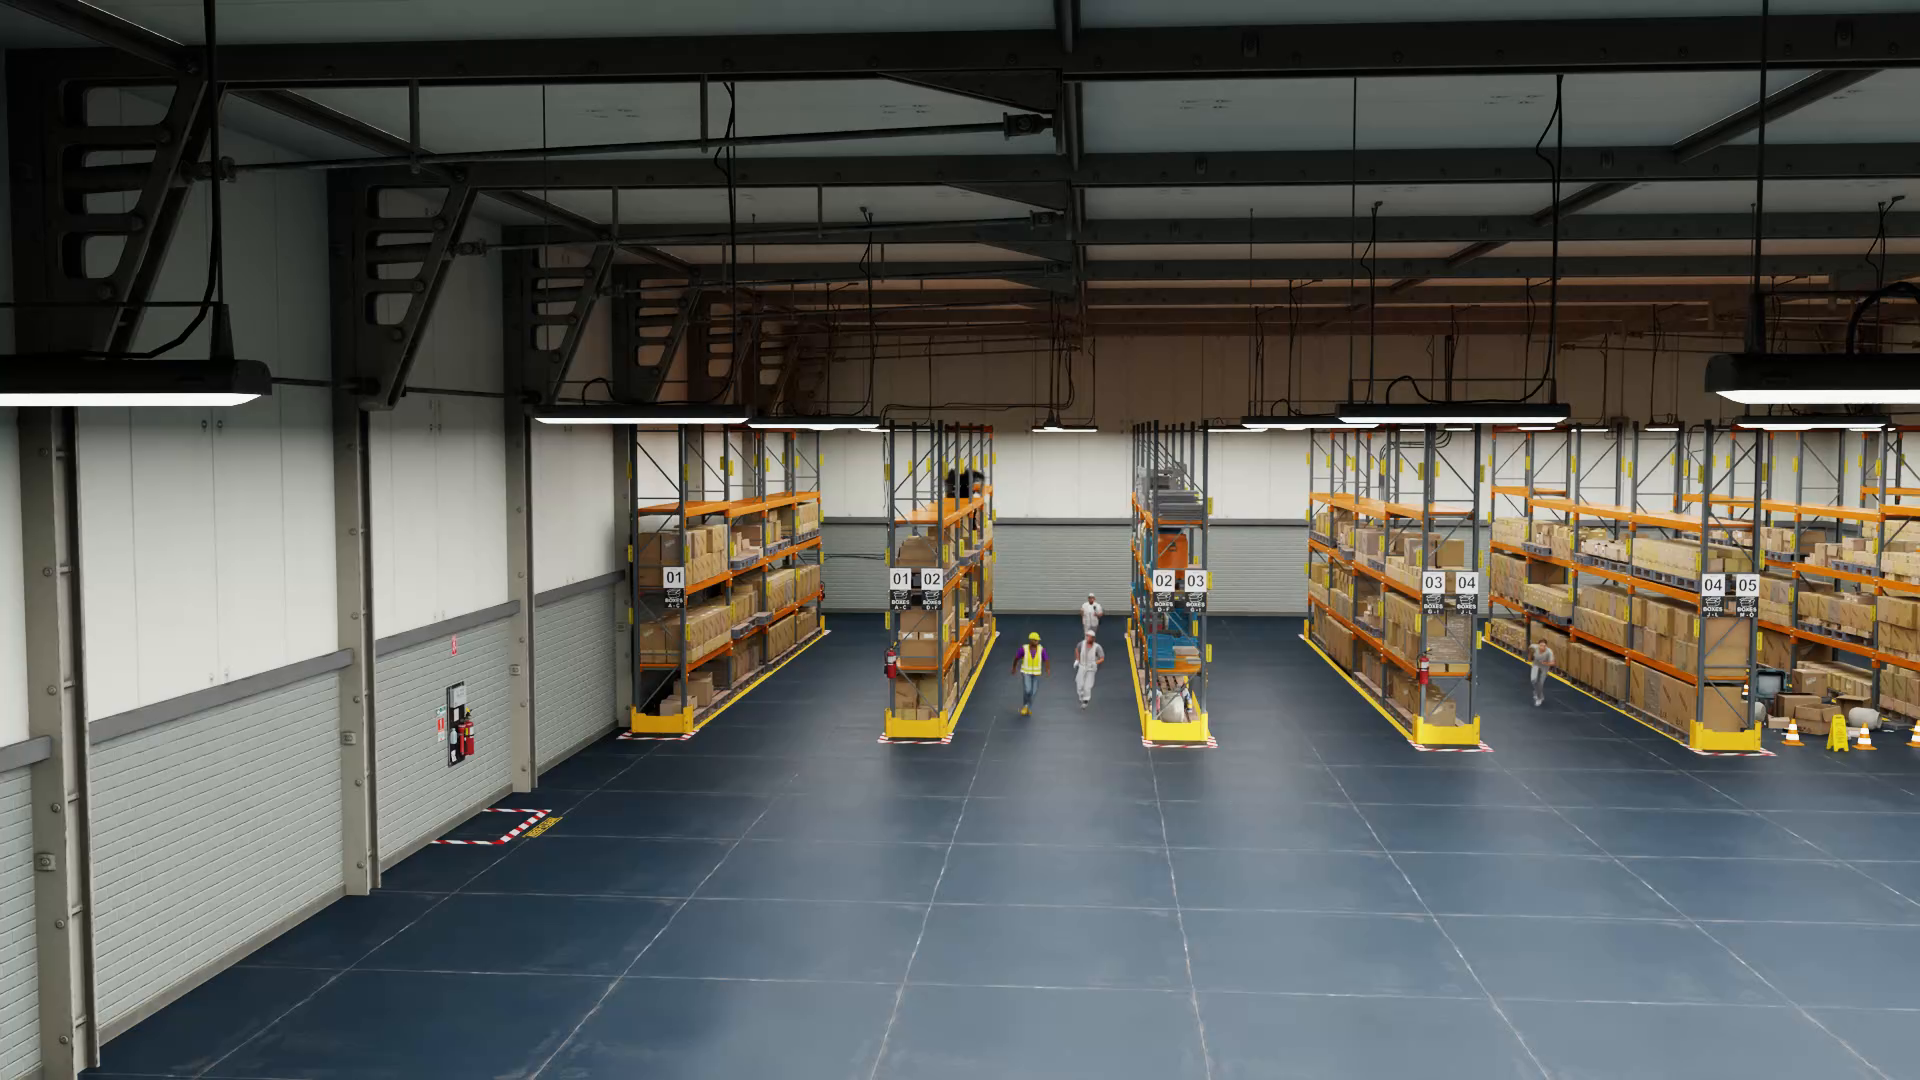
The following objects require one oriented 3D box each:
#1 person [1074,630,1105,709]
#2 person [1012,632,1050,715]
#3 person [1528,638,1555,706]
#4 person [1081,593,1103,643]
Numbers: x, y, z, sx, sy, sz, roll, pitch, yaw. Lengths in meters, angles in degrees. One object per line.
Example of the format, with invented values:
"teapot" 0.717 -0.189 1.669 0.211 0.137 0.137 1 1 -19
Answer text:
"person" 2.663 2.701 34.444 0.677 1.707 0.705 1 4 14
"person" 1.468 2.717 33.690 0.686 1.711 0.807 -1 4 -14
"person" 12.369 2.772 35.395 0.554 1.460 1.080 1 4 20
"person" 3.365 2.205 42.430 0.579 1.706 0.723 0 4 5
